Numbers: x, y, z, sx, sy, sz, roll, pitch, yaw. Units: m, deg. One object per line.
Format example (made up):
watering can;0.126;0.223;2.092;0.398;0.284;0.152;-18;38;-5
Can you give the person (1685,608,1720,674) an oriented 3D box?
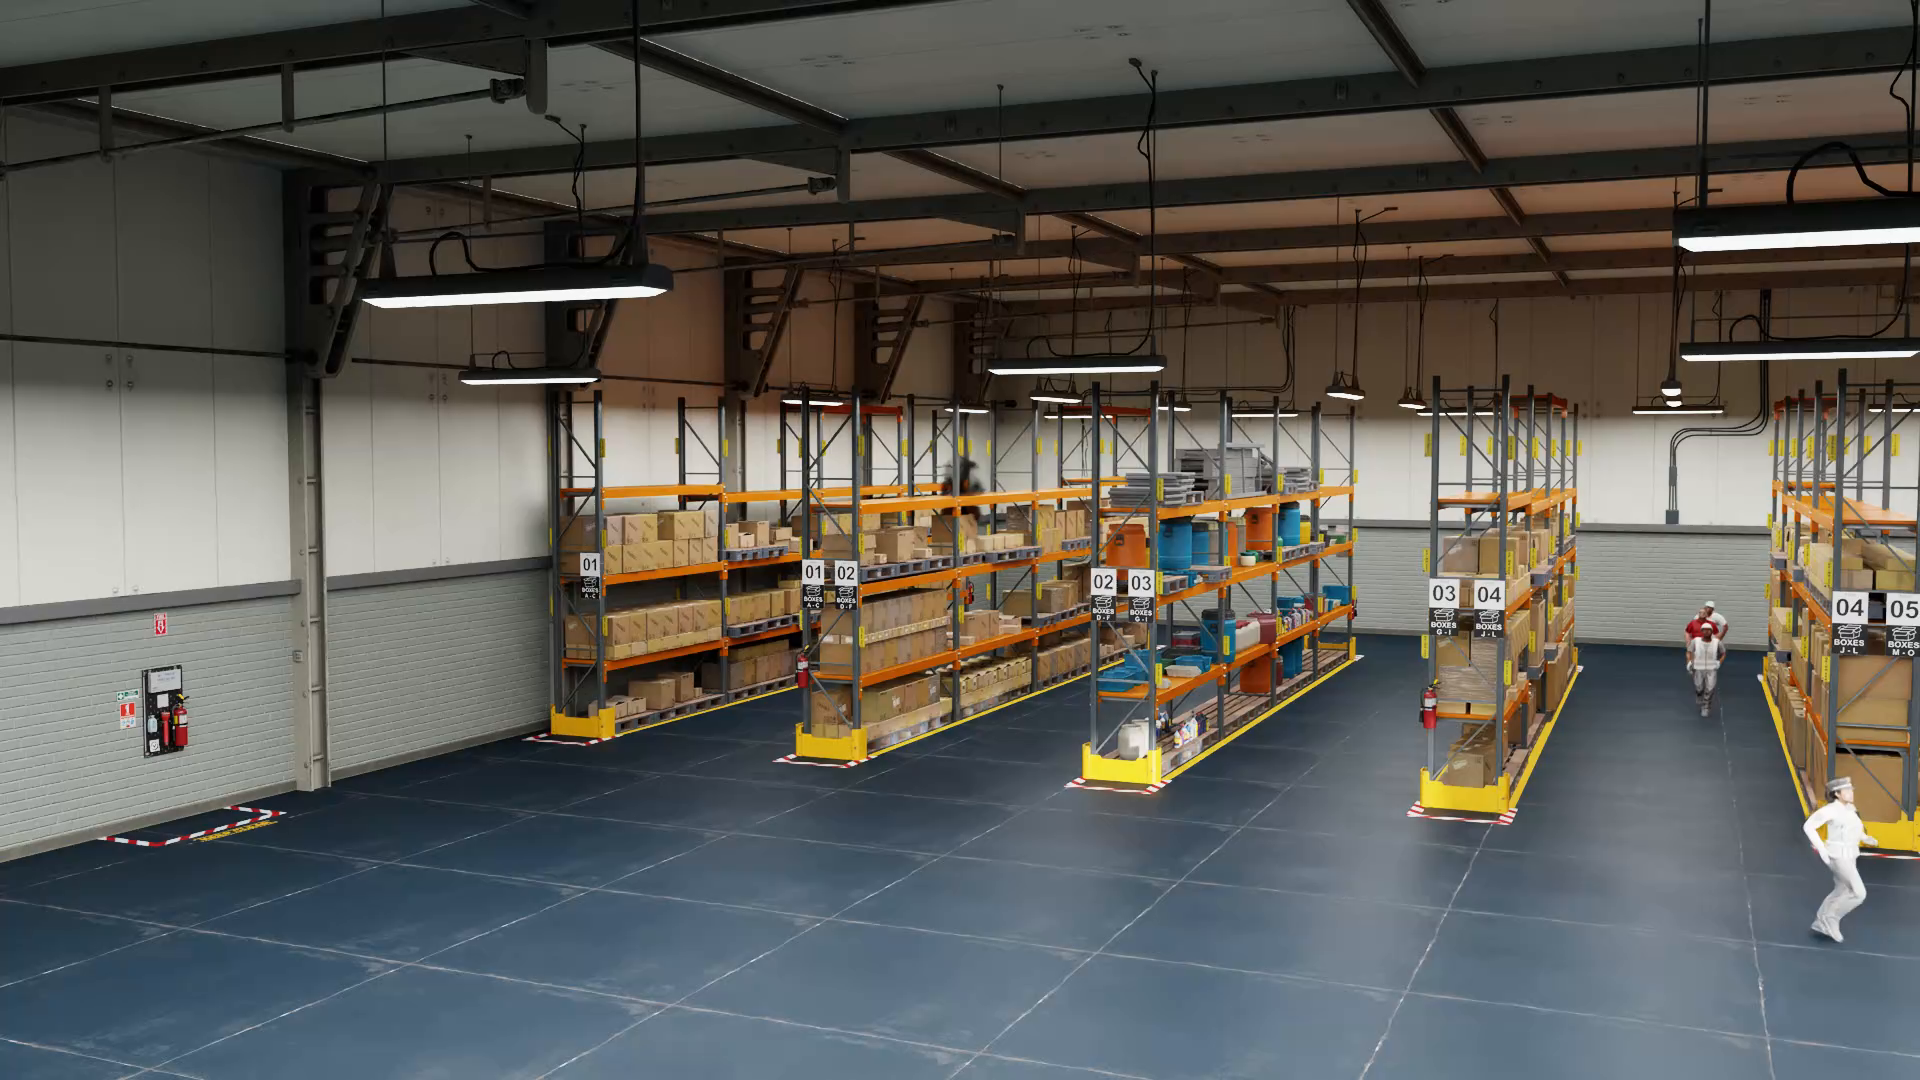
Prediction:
person;15.403;2.215;34.536;0.668;1.593;0.545;2;4;26

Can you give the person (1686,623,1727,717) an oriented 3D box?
person;13.988;2.421;31.176;0.690;1.739;0.599;1;3;24

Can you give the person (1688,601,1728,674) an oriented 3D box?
person;16.395;2.161;36.554;0.527;1.666;0.799;-2;4;-32

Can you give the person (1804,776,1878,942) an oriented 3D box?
person;8.944;3.222;16.821;0.582;1.672;0.647;-2;4;-36
